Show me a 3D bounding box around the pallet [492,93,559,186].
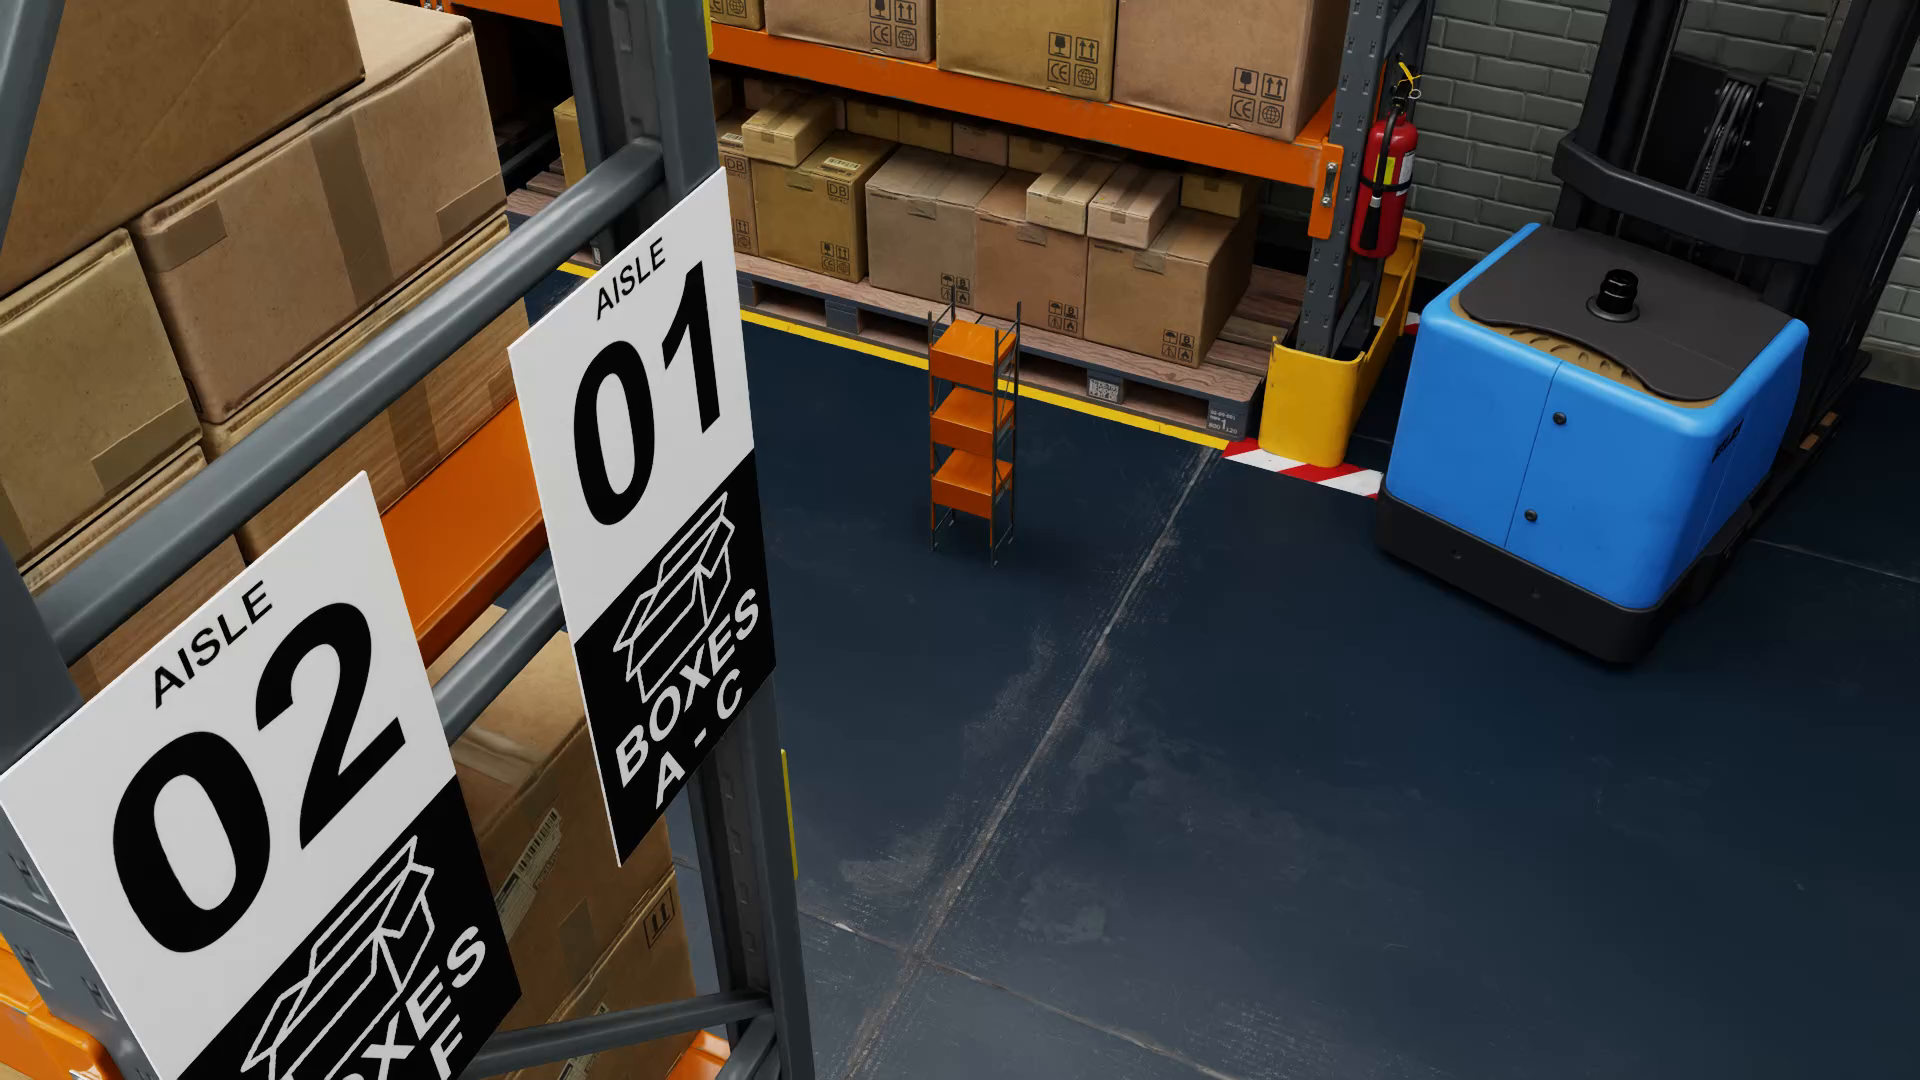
[{"bbox_3d":[-2.797,-2.028,8.429,1.213,0.211,1.003,17,44,19],"label":"pallet"}]

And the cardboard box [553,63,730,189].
[{"bbox_3d":[-1.432,-1.859,7.692,0.500,0.500,0.700,18,44,19],"label":"cardboard box"}]

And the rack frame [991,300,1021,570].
[{"bbox_3d":[0.159,-0.348,5.850,0.008,1.050,0.200,17,44,19],"label":"rack frame"}]

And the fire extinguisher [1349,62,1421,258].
[{"bbox_3d":[1.500,-1.319,5.826,0.183,0.674,0.296,17,44,19],"label":"fire extinguisher"}]

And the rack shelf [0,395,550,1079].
[{"bbox_3d":[-2.345,-0.279,2.541,4.000,0.370,1.077,17,44,19],"label":"rack shelf"}]

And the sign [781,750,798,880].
[{"bbox_3d":[-0.303,0.487,2.737,0.005,0.325,0.100,17,44,19],"label":"sign"}]

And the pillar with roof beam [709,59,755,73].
[{"bbox_3d":[-2.886,-2.944,2.776,0.400,9.000,9.100,17,44,19],"label":"pillar with roof beam"}]

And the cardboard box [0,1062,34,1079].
[{"bbox_3d":[-1.052,0.761,2.243,0.500,0.500,0.500,17,44,18],"label":"cardboard box"}]

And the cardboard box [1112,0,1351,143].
[{"bbox_3d":[1.092,-2.054,6.100,0.700,0.700,0.980,19,44,21],"label":"cardboard box"}]

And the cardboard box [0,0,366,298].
[{"bbox_3d":[-1.005,-0.545,1.459,0.500,0.500,0.700,17,44,19],"label":"cardboard box"}]

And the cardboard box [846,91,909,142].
[{"bbox_3d":[-0.299,-1.903,7.248,0.250,0.149,0.380,16,43,18],"label":"cardboard box"}]

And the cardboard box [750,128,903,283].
[{"bbox_3d":[-0.514,-1.574,7.364,0.500,0.500,0.700,18,44,20],"label":"cardboard box"}]

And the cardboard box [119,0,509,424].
[{"bbox_3d":[-0.888,-0.426,1.894,0.500,0.250,0.500,17,44,19],"label":"cardboard box"}]

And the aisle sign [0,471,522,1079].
[{"bbox_3d":[-0.600,0.355,1.566,0.004,0.787,0.394,17,44,19],"label":"aisle sign"}]

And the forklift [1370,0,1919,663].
[{"bbox_3d":[2.877,-1.572,5.826,1.130,2.935,3.031,30,49,30],"label":"forklift"}]

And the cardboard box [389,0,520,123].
[{"bbox_3d":[-2.710,-2.362,8.006,0.750,0.750,0.750,17,44,19],"label":"cardboard box"}]

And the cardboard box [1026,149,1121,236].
[{"bbox_3d":[0.457,-1.397,6.664,0.250,0.149,0.380,18,44,20],"label":"cardboard box"}]

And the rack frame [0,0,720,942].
[{"bbox_3d":[-0.532,-1.131,0.684,0.127,3.000,1.000,17,44,19],"label":"rack frame"}]

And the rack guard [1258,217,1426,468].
[{"bbox_3d":[1.580,-0.854,6.853,0.348,0.500,1.175,17,44,19],"label":"rack guard"}]

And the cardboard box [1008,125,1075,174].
[{"bbox_3d":[0.394,-1.692,7.005,0.250,0.149,0.380,17,44,19],"label":"cardboard box"}]

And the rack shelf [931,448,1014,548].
[{"bbox_3d":[0.048,-0.164,6.078,0.240,0.259,0.215,17,44,19],"label":"rack shelf"}]

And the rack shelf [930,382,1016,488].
[{"bbox_3d":[0.048,-0.374,5.896,0.240,0.259,0.215,17,44,19],"label":"rack shelf"}]

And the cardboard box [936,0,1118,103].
[{"bbox_3d":[0.428,-2.249,6.325,0.700,0.700,0.980,17,44,18],"label":"cardboard box"}]

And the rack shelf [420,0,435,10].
[{"bbox_3d":[-3.879,-3.195,8.195,4.000,0.370,1.077,17,44,19],"label":"rack shelf"}]

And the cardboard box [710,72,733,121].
[{"bbox_3d":[-1.199,-1.901,7.246,0.250,0.149,0.380,18,44,20],"label":"cardboard box"}]

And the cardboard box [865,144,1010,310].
[{"bbox_3d":[-0.028,-1.431,7.199,0.500,0.500,0.700,16,43,17],"label":"cardboard box"}]

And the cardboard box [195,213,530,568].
[{"bbox_3d":[-0.891,-0.234,2.054,0.500,0.250,0.500,17,44,19],"label":"cardboard box"}]

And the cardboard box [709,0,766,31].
[{"bbox_3d":[-0.922,-2.661,6.801,0.700,0.700,0.980,16,43,18],"label":"cardboard box"}]

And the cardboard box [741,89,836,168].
[{"bbox_3d":[-0.726,-1.757,7.079,0.250,0.149,0.380,16,43,17],"label":"cardboard box"}]

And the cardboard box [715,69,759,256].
[{"bbox_3d":[-0.978,-1.718,7.530,0.500,0.500,0.700,17,44,18],"label":"cardboard box"}]

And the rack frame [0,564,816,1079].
[{"bbox_3d":[-0.532,1.136,2.649,0.127,3.000,1.000,17,44,19],"label":"rack frame"}]

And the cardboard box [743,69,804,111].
[{"bbox_3d":[-0.762,-2.045,7.412,0.250,0.149,0.380,16,43,17],"label":"cardboard box"}]

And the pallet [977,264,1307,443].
[{"bbox_3d":[0.801,-0.926,7.158,1.213,0.211,1.003,17,44,19],"label":"pallet"}]

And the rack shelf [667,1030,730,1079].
[{"bbox_3d":[-2.345,0.854,3.524,4.000,0.370,1.077,17,44,19],"label":"rack shelf"}]

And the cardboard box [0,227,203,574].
[{"bbox_3d":[-1.106,-0.120,1.541,0.500,0.250,0.500,17,44,19],"label":"cardboard box"}]

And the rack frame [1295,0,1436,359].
[{"bbox_3d":[1.559,-1.805,6.042,0.127,3.000,1.000,17,44,19],"label":"rack frame"}]

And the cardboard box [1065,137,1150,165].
[{"bbox_3d":[0.620,-1.623,6.925,0.250,0.149,0.380,17,44,19],"label":"cardboard box"}]

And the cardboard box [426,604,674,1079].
[{"bbox_3d":[-0.823,0.441,2.611,0.500,0.500,0.500,18,44,20],"label":"cardboard box"}]

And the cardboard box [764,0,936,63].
[{"bbox_3d":[-0.259,-2.465,6.575,0.700,0.700,0.980,15,43,17],"label":"cardboard box"}]

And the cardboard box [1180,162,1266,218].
[{"bbox_3d":[1.080,-1.483,6.763,0.250,0.149,0.380,17,44,19],"label":"cardboard box"}]

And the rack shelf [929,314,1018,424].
[{"bbox_3d":[0.048,-0.588,5.710,0.240,0.259,0.215,17,44,19],"label":"rack shelf"}]

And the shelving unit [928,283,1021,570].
[{"bbox_3d":[0.048,-0.382,5.889,0.252,1.050,0.215,17,44,19],"label":"shelving unit"}]

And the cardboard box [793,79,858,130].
[{"bbox_3d":[-0.533,-1.974,7.330,0.250,0.149,0.380,17,44,19],"label":"cardboard box"}]

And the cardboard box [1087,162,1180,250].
[{"bbox_3d":[0.688,-1.326,6.583,0.250,0.149,0.380,16,44,18],"label":"cardboard box"}]

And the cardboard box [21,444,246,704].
[{"bbox_3d":[-1.110,0.074,1.699,0.500,0.250,0.500,17,44,19],"label":"cardboard box"}]

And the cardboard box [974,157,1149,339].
[{"bbox_3d":[0.428,-1.292,7.039,0.500,0.500,0.700,17,44,19],"label":"cardboard box"}]

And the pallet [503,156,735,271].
[{"bbox_3d":[-1.410,-1.602,7.937,1.213,0.211,1.003,17,44,19],"label":"pallet"}]

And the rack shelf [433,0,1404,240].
[{"bbox_3d":[-0.254,-2.087,6.917,4.000,0.370,1.077,17,44,19],"label":"rack shelf"}]

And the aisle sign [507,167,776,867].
[{"bbox_3d":[-0.347,-0.002,1.977,0.004,0.787,0.394,17,44,19],"label":"aisle sign"}]

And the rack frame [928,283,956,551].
[{"bbox_3d":[-0.062,-0.416,5.928,0.008,1.050,0.200,17,44,19],"label":"rack frame"}]

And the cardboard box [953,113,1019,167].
[{"bbox_3d":[0.163,-1.762,7.086,0.250,0.149,0.380,18,44,19],"label":"cardboard box"}]

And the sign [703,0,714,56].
[{"bbox_3d":[-0.303,-0.650,1.752,0.005,0.325,0.100,17,44,19],"label":"sign"}]

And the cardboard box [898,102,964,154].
[{"bbox_3d":[-0.070,-1.833,7.167,0.250,0.149,0.380,17,44,19],"label":"cardboard box"}]

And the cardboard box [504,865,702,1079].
[{"bbox_3d":[-0.823,0.819,2.939,0.500,0.500,0.500,18,44,20],"label":"cardboard box"}]

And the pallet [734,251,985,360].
[{"bbox_3d":[-0.301,-1.265,7.548,1.213,0.211,1.003,17,44,19],"label":"pallet"}]

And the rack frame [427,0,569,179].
[{"bbox_3d":[-2.066,-2.913,7.320,0.127,3.000,1.000,17,44,19],"label":"rack frame"}]

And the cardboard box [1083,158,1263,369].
[{"bbox_3d":[0.882,-1.154,6.879,0.500,0.500,0.700,17,44,19],"label":"cardboard box"}]
